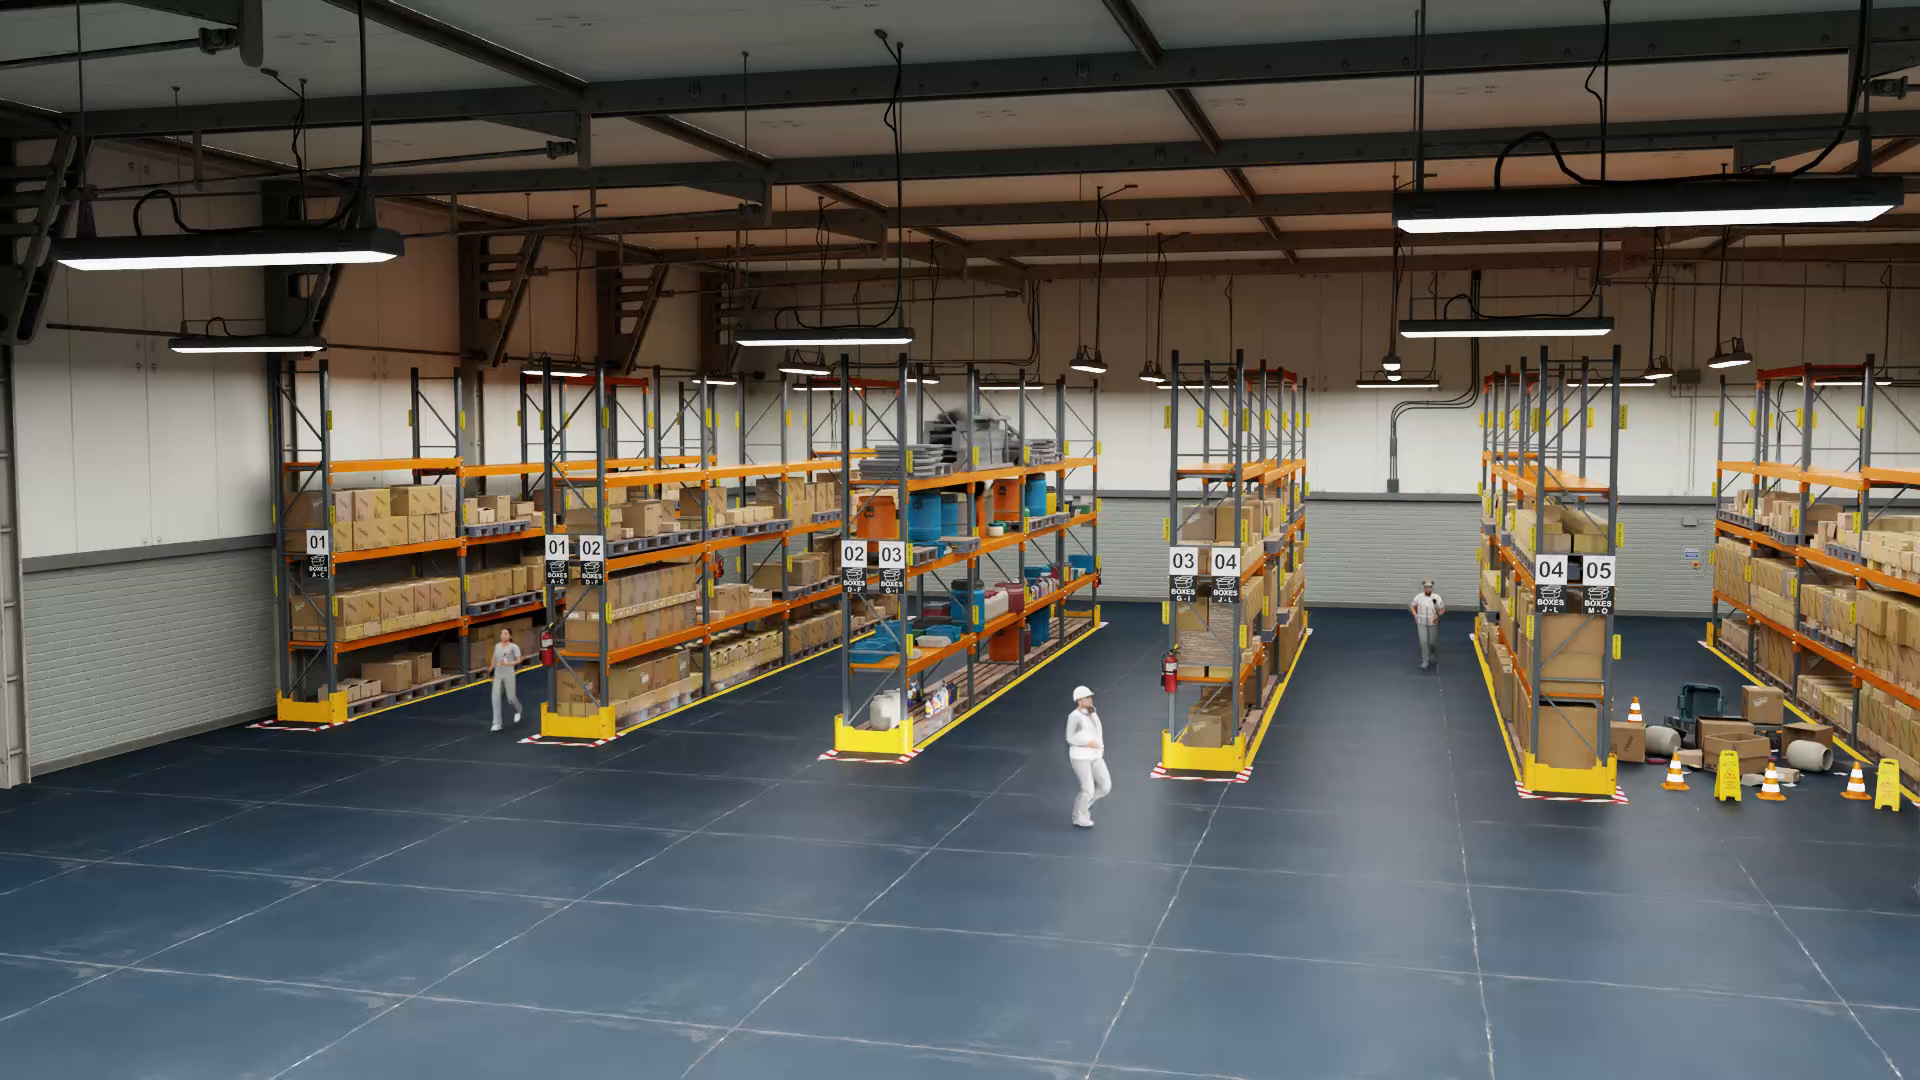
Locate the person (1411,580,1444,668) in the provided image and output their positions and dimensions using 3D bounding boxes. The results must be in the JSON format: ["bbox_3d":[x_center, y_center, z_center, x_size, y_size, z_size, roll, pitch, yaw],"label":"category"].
[{"bbox_3d":[9.533,1.689,33.938,0.673,1.770,0.715,1,4,18],"label":"person"}]

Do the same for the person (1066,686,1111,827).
[{"bbox_3d":[1.607,2.661,20.426,0.578,1.726,0.650,4,6,43],"label":"person"}]

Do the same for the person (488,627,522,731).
[{"bbox_3d":[-7.405,2.238,27.005,0.592,1.646,0.874,1,4,9],"label":"person"}]
